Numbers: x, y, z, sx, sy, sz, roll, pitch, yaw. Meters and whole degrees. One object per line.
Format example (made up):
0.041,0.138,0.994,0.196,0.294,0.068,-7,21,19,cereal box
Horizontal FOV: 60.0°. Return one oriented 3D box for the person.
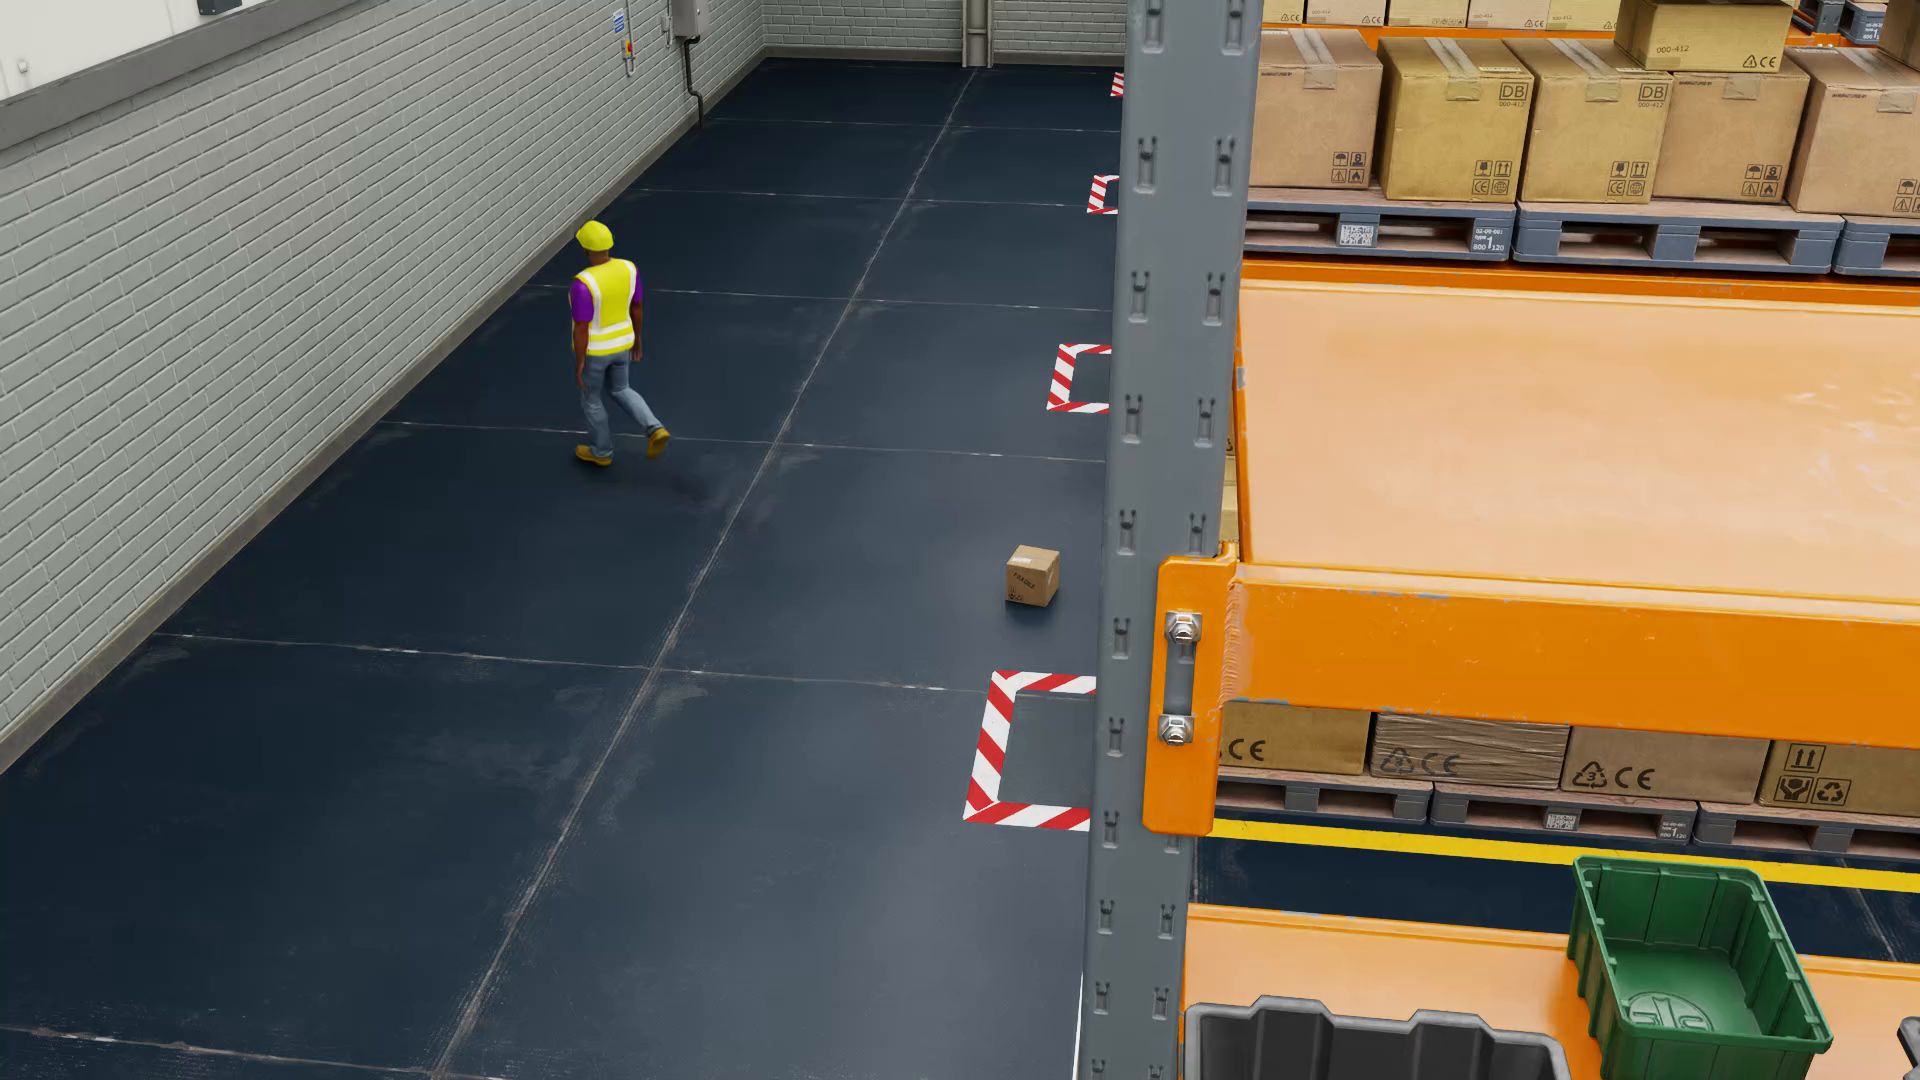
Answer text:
-2.339,-1.287,11.086,0.738,1.748,0.589,21,35,34,person
